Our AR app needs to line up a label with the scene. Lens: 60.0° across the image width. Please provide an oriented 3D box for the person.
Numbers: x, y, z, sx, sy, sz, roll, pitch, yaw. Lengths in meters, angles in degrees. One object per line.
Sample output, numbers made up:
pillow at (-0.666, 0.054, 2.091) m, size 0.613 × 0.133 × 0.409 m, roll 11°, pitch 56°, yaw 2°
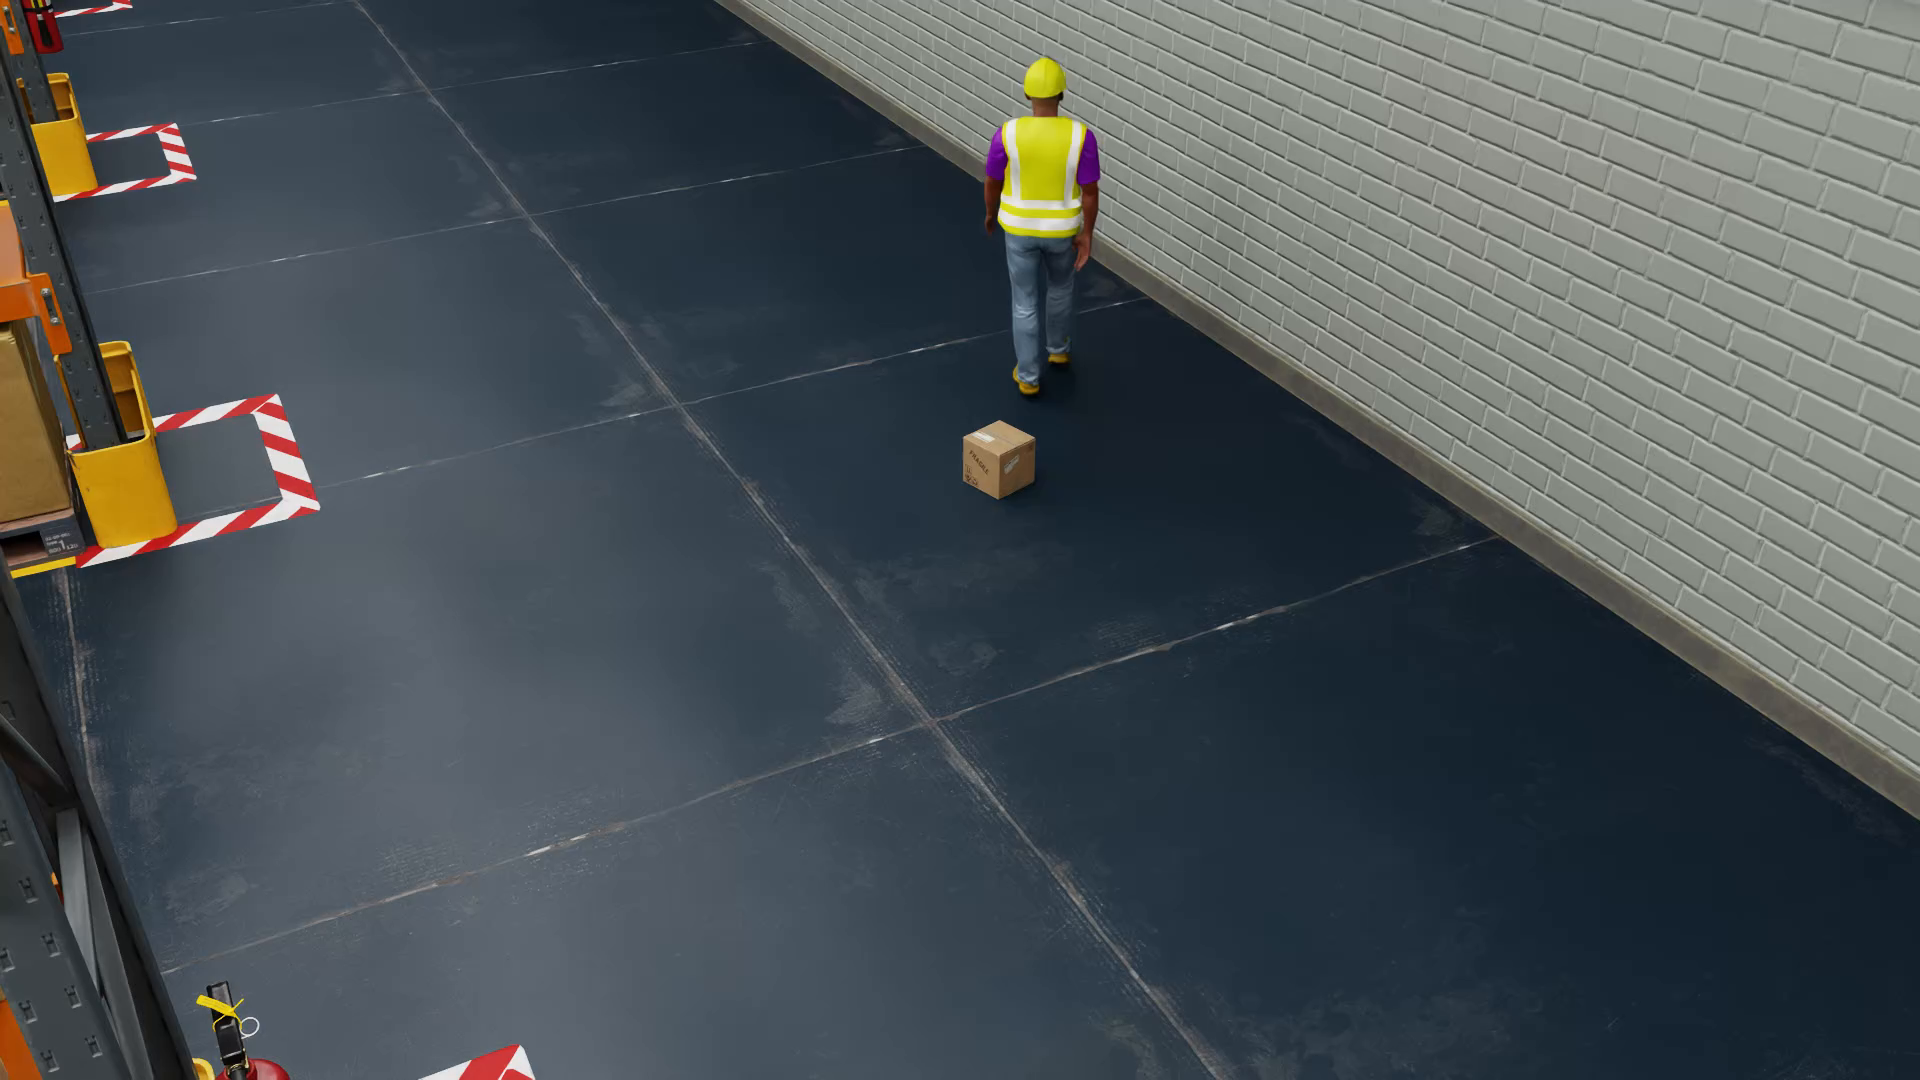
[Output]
person at (0.411, -1.630, 8.668) m, size 0.573 × 1.825 × 0.627 m, roll -1°, pitch 33°, yaw -1°
